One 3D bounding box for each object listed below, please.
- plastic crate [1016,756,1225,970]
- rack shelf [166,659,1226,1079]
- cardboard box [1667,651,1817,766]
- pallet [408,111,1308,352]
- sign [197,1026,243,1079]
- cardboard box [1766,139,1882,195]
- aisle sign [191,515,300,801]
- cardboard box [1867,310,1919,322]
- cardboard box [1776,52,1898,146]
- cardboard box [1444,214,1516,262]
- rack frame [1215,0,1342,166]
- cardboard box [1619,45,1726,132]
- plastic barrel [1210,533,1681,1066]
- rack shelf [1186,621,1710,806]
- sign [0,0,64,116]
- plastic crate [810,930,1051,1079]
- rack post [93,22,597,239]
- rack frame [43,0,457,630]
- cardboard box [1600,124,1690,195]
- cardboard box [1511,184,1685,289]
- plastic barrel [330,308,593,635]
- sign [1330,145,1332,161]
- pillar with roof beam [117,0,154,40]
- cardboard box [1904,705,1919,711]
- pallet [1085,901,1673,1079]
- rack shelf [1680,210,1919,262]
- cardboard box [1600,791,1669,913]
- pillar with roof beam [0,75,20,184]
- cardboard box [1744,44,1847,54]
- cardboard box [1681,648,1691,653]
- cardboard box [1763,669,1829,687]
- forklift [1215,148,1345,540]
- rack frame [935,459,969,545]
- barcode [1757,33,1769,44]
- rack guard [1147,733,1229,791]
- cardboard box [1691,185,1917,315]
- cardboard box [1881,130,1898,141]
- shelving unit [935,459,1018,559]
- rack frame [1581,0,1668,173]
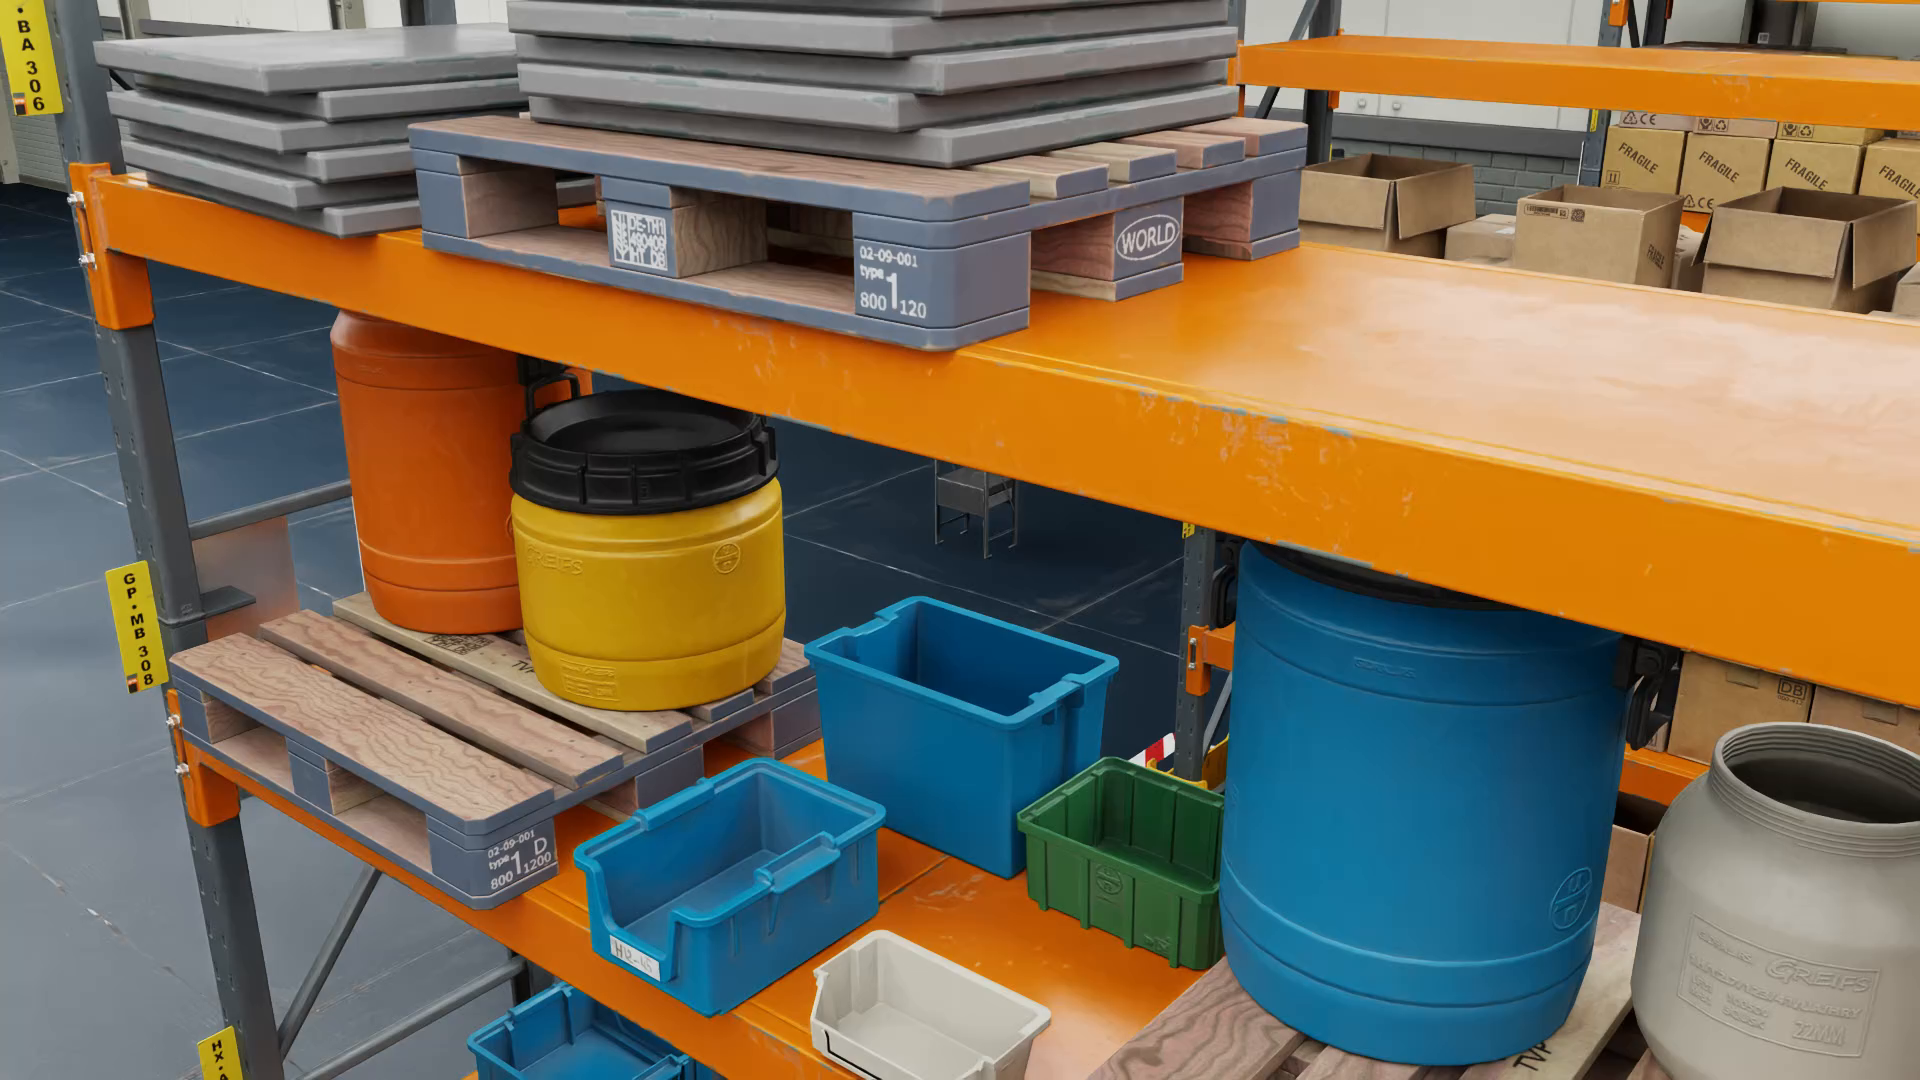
[{"bbox_3d":[0.381,0.635,3.283,0.450,0.188,0.336,16,26,36],"label":"plastic crate"},{"bbox_3d":[-0.118,0.853,3.425,4.000,0.370,1.077,16,26,36],"label":"rack shelf"},{"bbox_3d":[3.419,0.639,7.080,0.500,0.500,0.700,17,26,37],"label":"cardboard box"},{"bbox_3d":[-0.175,-0.614,2.878,1.213,0.211,1.003,16,26,36],"label":"pallet"},{"bbox_3d":[-2.019,1.493,4.565,0.005,0.325,0.100,16,26,36],"label":"sign"},{"bbox_3d":[5.496,-2.307,10.614,0.500,0.500,0.500,18,27,39],"label":"cardboard box"},{"bbox_3d":[-1.909,0.321,4.382,0.004,0.787,0.394,16,26,36],"label":"aisle sign"},{"bbox_3d":[3.459,-0.730,6.164,0.250,0.149,0.380,16,26,36],"label":"cardboard box"},{"bbox_3d":[5.502,-2.773,10.433,0.500,0.500,0.500,17,26,38],"label":"cardboard box"},{"bbox_3d":[2.526,-1.290,7.507,0.500,0.250,0.500,16,26,36],"label":"cardboard box"},{"bbox_3d":[1.467,-2.687,7.540,0.127,3.000,1.000,16,26,36],"label":"rack frame"},{"bbox_3d":[4.741,-3.010,11.061,0.500,0.500,0.500,14,25,33],"label":"cardboard box"},{"bbox_3d":[0.728,0.280,2.618,0.708,0.901,0.600,16,26,36],"label":"plastic barrel"},{"bbox_3d":[3.016,0.903,7.542,4.000,0.370,1.077,16,26,36],"label":"rack shelf"},{"bbox_3d":[-2.019,-1.087,3.592,0.005,0.325,0.100,16,26,36],"label":"sign"},{"bbox_3d":[-0.068,0.838,2.818,0.396,0.136,0.243,16,26,36],"label":"plastic crate"},{"bbox_3d":[-1.163,-0.896,3.500,0.937,0.300,0.954,-19,28,-41],"label":"rack post"},{"bbox_3d":[-1.668,-1.334,3.952,0.127,3.000,1.000,16,26,36],"label":"rack frame"},{"bbox_3d":[4.697,-2.552,11.262,0.500,0.500,0.500,17,26,38],"label":"cardboard box"},{"bbox_3d":[2.581,-1.147,6.772,0.500,0.500,0.500,16,26,36],"label":"cardboard box"},{"bbox_3d":[-1.211,-0.254,4.136,0.708,0.830,0.600,16,26,36],"label":"plastic barrel"},{"bbox_3d":[1.821,-1.806,8.312,0.005,0.325,0.100,16,26,36],"label":"sign"},{"bbox_3d":[-15.630,-8.300,22.425,0.400,9.000,9.100,16,26,36],"label":"pillar with roof beam"},{"bbox_3d":[3.825,0.547,6.407,0.250,0.149,0.380,15,25,35],"label":"cardboard box"},{"bbox_3d":[0.810,0.916,2.504,1.003,0.211,1.213,16,26,36],"label":"pallet"},{"bbox_3d":[6.146,-1.856,10.606,4.000,0.370,1.077,16,26,36],"label":"rack shelf"},{"bbox_3d":[2.902,1.375,7.510,0.500,0.500,0.500,16,26,36],"label":"cardboard box"},{"bbox_3d":[-20.278,-9.639,25.974,0.400,9.000,9.100,16,26,36],"label":"pillar with roof beam"},{"bbox_3d":[5.525,-3.019,11.085,0.500,0.500,0.500,18,27,40],"label":"cardboard box"},{"bbox_3d":[3.029,0.318,7.013,0.250,0.149,0.380,17,27,38],"label":"cardboard box"},{"bbox_3d":[3.433,0.433,6.709,0.250,0.149,0.380,16,26,36],"label":"cardboard box"},{"bbox_3d":[3.352,-1.566,13.166,3.031,2.935,1.130,-3,21,-9],"label":"forklift"},{"bbox_3d":[-0.061,-1.000,12.844,0.015,2.100,0.400,16,26,36],"label":"rack frame"},{"bbox_3d":[5.463,-3.412,11.305,0.075,0.075,0.001,16,26,36],"label":"barcode"},{"bbox_3d":[1.448,1.284,9.054,0.348,0.500,1.175,16,26,36],"label":"rack guard"},{"bbox_3d":[3.370,-1.103,6.652,0.797,0.503,0.637,-19,28,-41],"label":"cardboard box"},{"bbox_3d":[5.868,-2.449,10.991,0.500,0.500,0.500,15,25,34],"label":"cardboard box"},{"bbox_3d":[0.128,-0.946,12.700,0.503,2.100,0.431,16,26,36],"label":"shelving unit"},{"bbox_3d":[4.596,-4.042,11.133,0.127,3.000,1.000,16,26,36],"label":"rack frame"}]
